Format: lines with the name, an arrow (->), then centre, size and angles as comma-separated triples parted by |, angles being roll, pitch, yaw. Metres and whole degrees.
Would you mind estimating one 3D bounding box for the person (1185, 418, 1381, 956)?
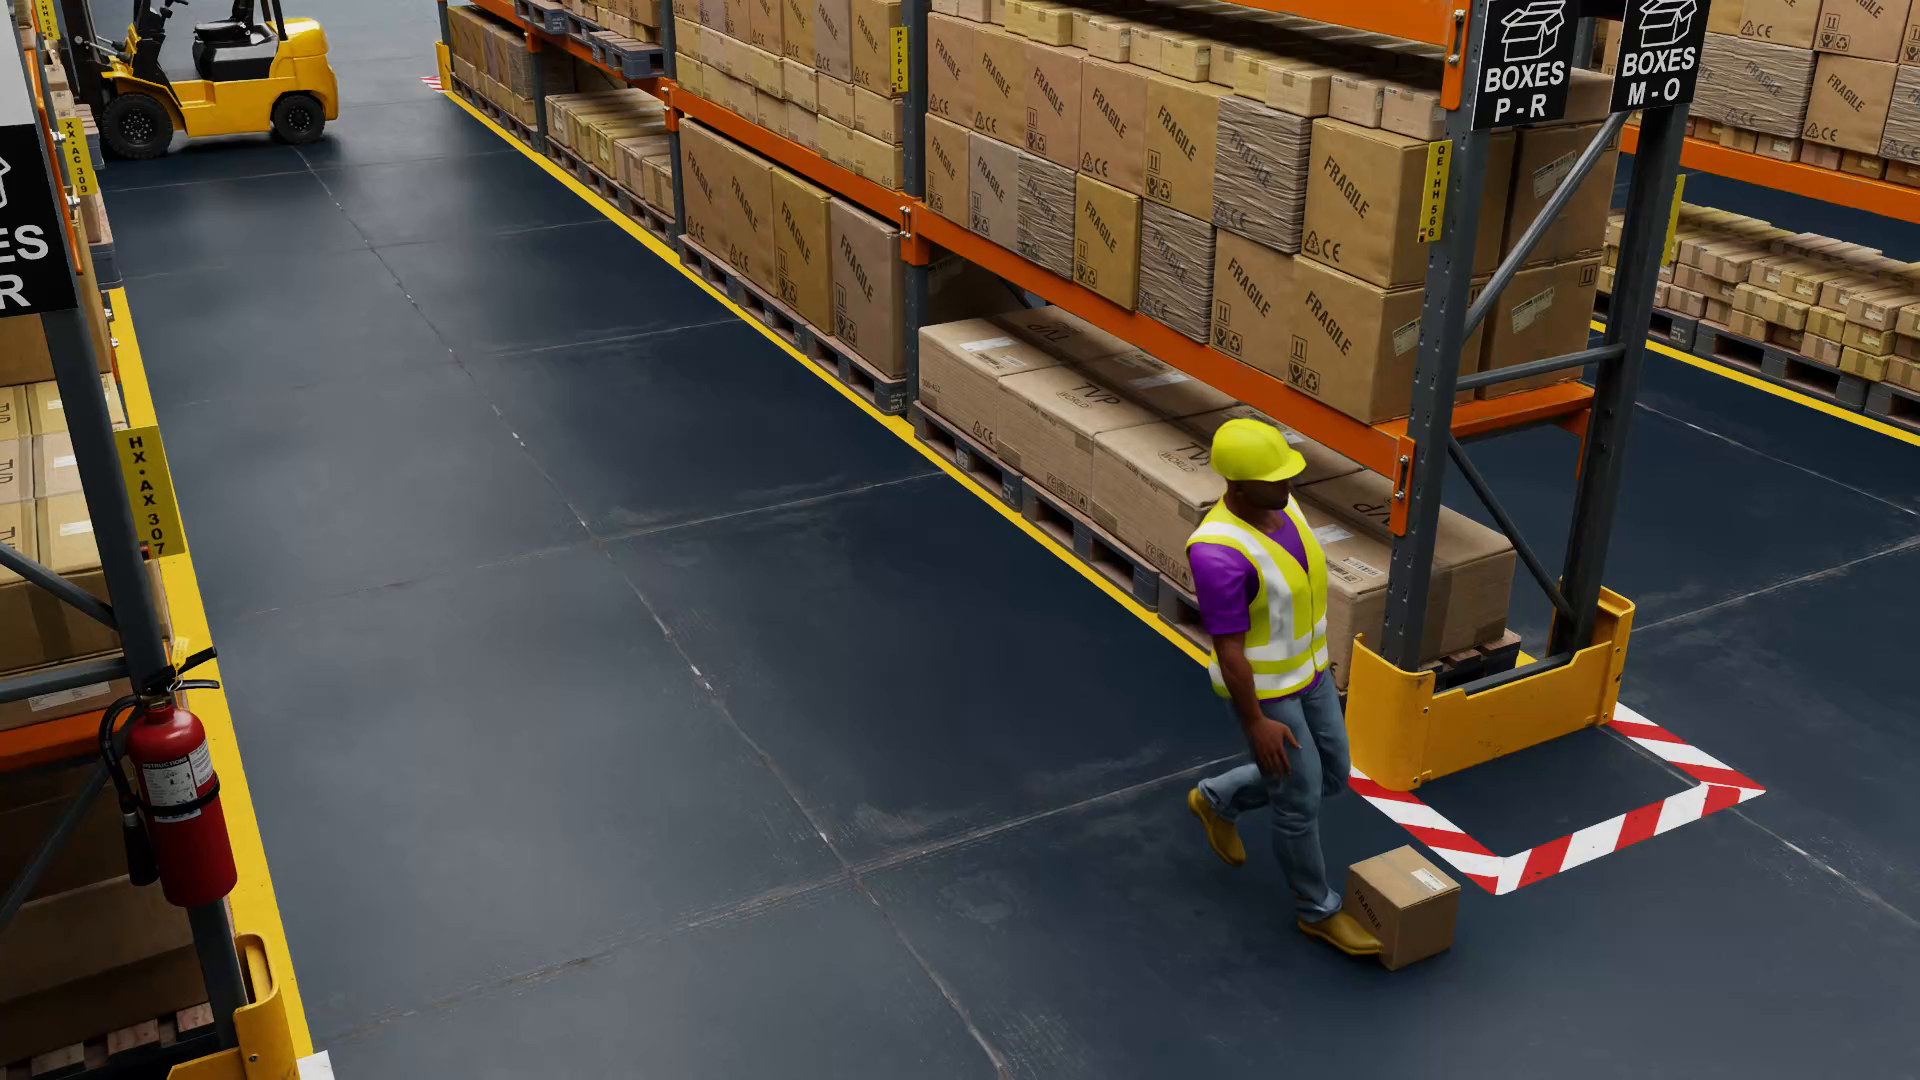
person -> 1.069, 0.451, 5.180 | 0.778, 1.720, 0.609 | 16, 30, 31
